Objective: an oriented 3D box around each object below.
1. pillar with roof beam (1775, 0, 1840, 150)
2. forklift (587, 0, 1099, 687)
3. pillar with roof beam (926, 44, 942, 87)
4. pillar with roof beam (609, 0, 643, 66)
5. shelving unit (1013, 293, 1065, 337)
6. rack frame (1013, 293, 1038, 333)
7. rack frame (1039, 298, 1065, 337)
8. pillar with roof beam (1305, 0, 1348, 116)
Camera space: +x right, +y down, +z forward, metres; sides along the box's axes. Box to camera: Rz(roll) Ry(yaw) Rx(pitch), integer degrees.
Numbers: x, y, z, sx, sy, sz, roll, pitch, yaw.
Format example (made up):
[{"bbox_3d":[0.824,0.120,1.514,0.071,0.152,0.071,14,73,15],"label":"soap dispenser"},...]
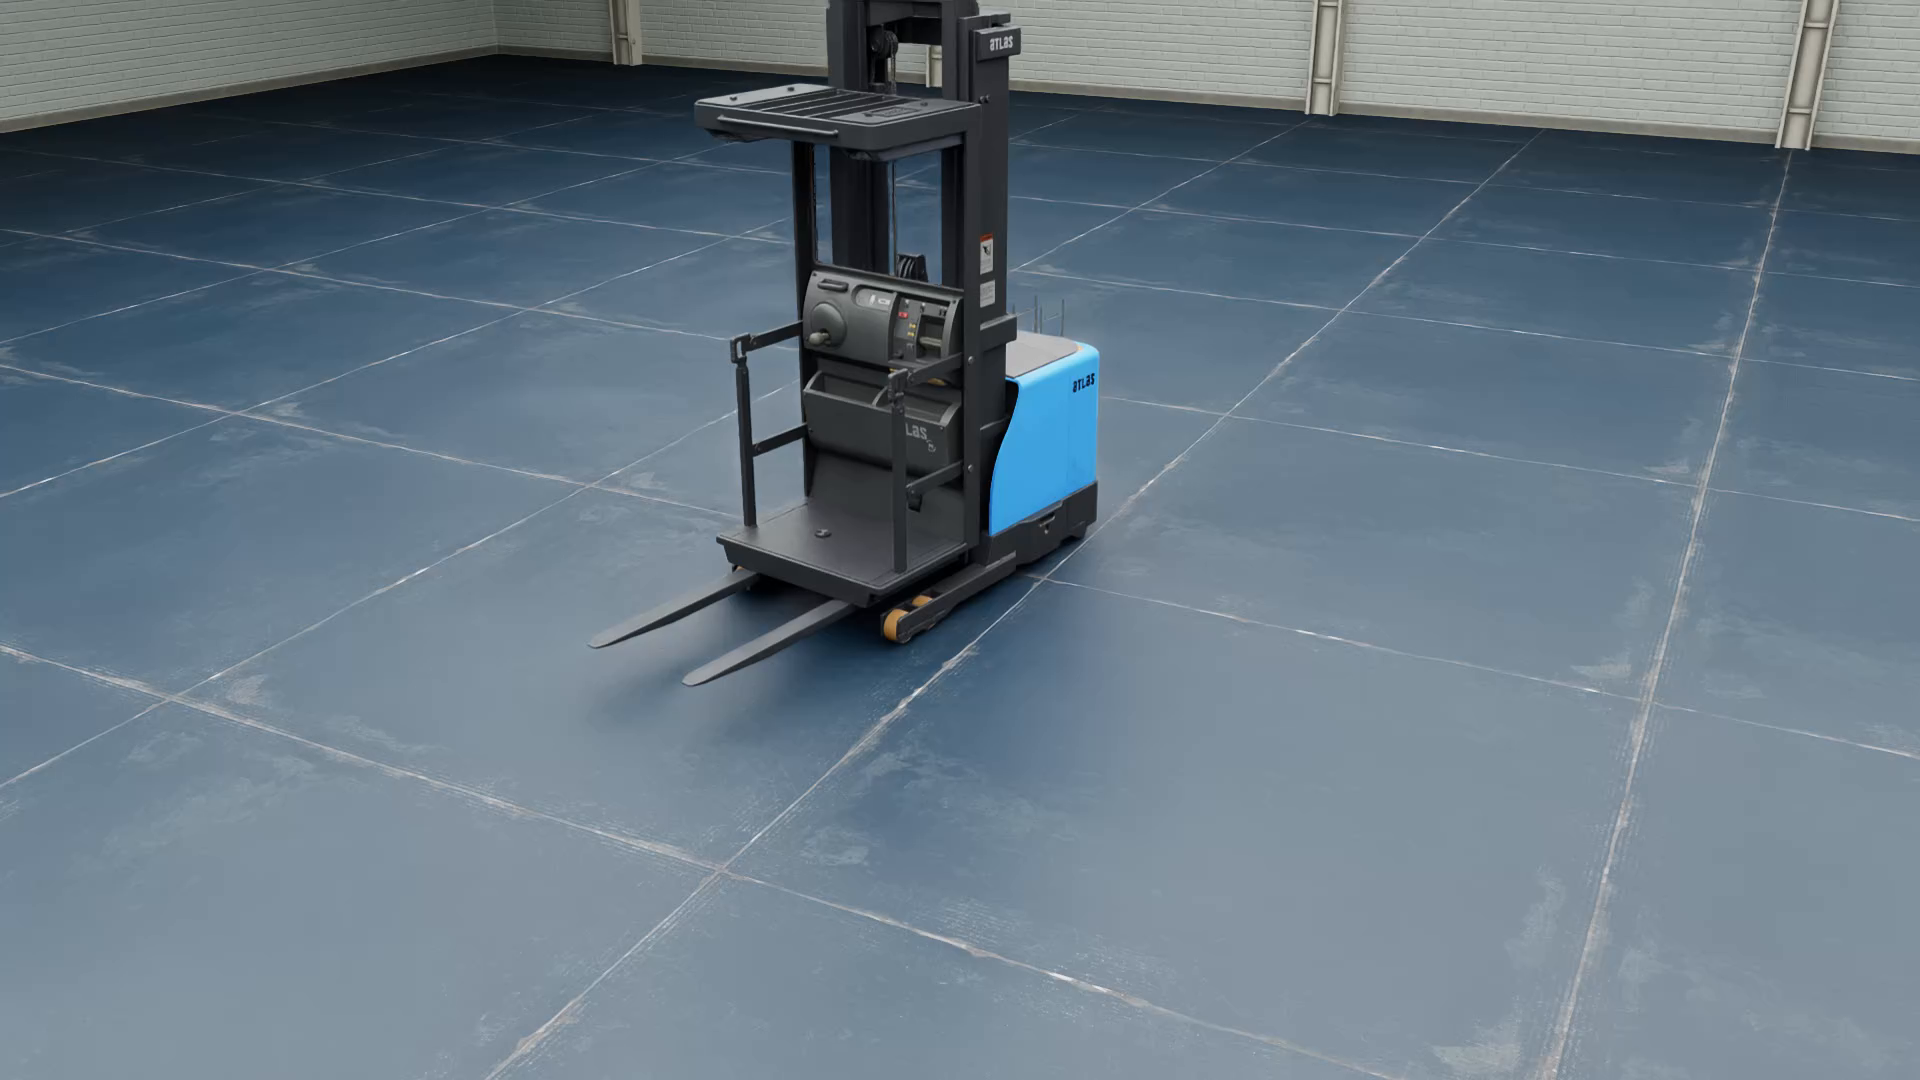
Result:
[{"bbox_3d":[8.481,-7.556,15.519,0.400,9.000,9.100,11,25,25],"label":"pillar with roof beam"},{"bbox_3d":[-0.520,-1.063,8.003,1.130,2.935,3.031,16,28,34],"label":"forklift"},{"bbox_3d":[-2.228,-9.675,20.502,0.400,9.000,9.100,11,25,25],"label":"pillar with roof beam"},{"bbox_3d":[-7.582,-10.735,22.993,0.400,9.000,9.100,11,25,25],"label":"pillar with roof beam"},{"bbox_3d":[0.442,-0.798,9.592,0.189,1.200,0.258,16,28,34],"label":"shelving unit"},{"bbox_3d":[0.369,-0.820,9.643,0.006,1.200,0.240,16,28,34],"label":"rack frame"},{"bbox_3d":[0.515,-0.777,9.542,0.006,1.200,0.240,16,28,34],"label":"rack frame"},{"bbox_3d":[3.127,-8.616,18.010,0.400,9.000,9.100,11,25,25],"label":"pillar with roof beam"}]
